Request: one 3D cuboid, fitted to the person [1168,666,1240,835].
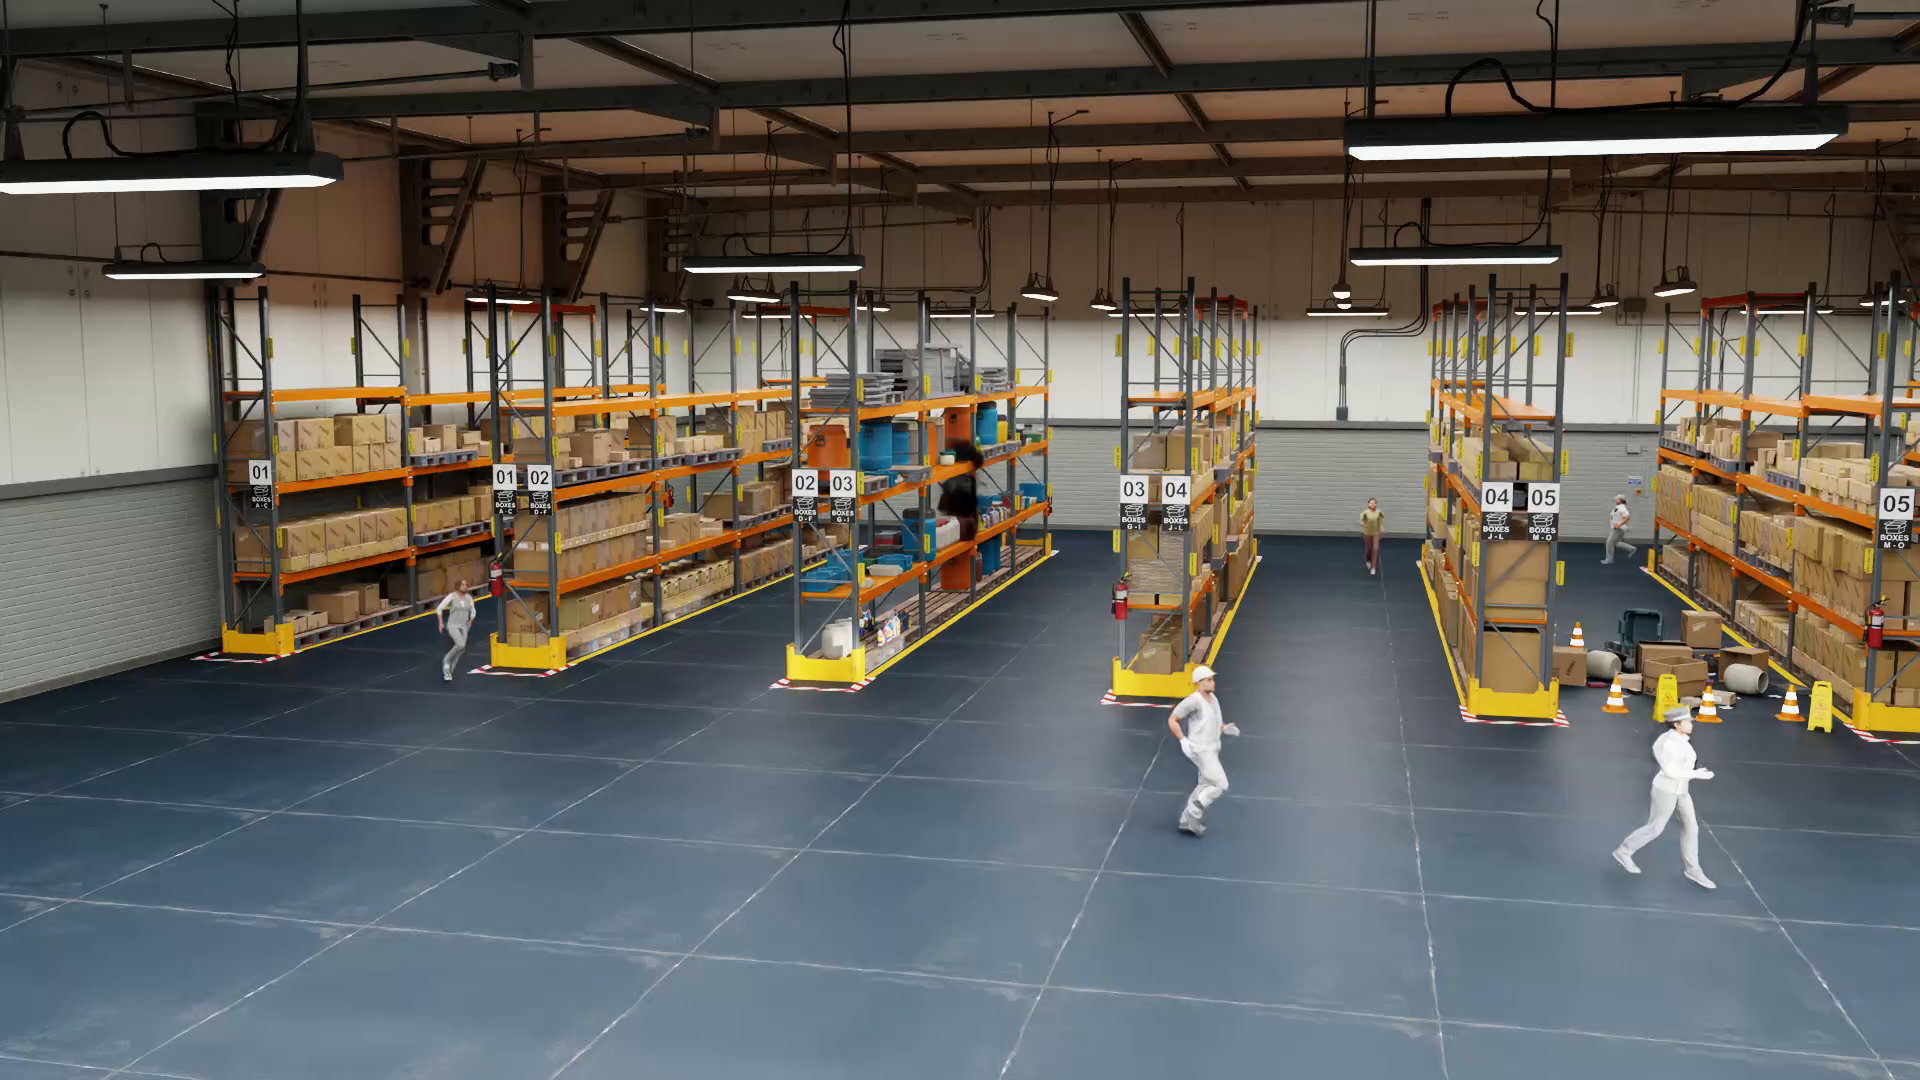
[{"bbox_3d":[2.542,2.160,17.032,0.645,1.741,0.639,4,8,34],"label":"person"}]

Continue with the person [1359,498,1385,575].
[{"bbox_3d":[9.204,-0.094,37.174,0.595,1.645,0.965,1,7,10],"label":"person"}]

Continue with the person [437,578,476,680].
[{"bbox_3d":[-7.571,1.350,25.195,0.556,1.527,0.521,-6,9,-42],"label":"person"}]

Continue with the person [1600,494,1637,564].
[{"bbox_3d":[15.394,-0.243,38.765,0.810,1.647,0.630,2,7,16],"label":"person"}]

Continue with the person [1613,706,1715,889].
[{"bbox_3d":[6.629,2.371,15.587,0.896,1.707,0.574,5,8,39],"label":"person"}]
